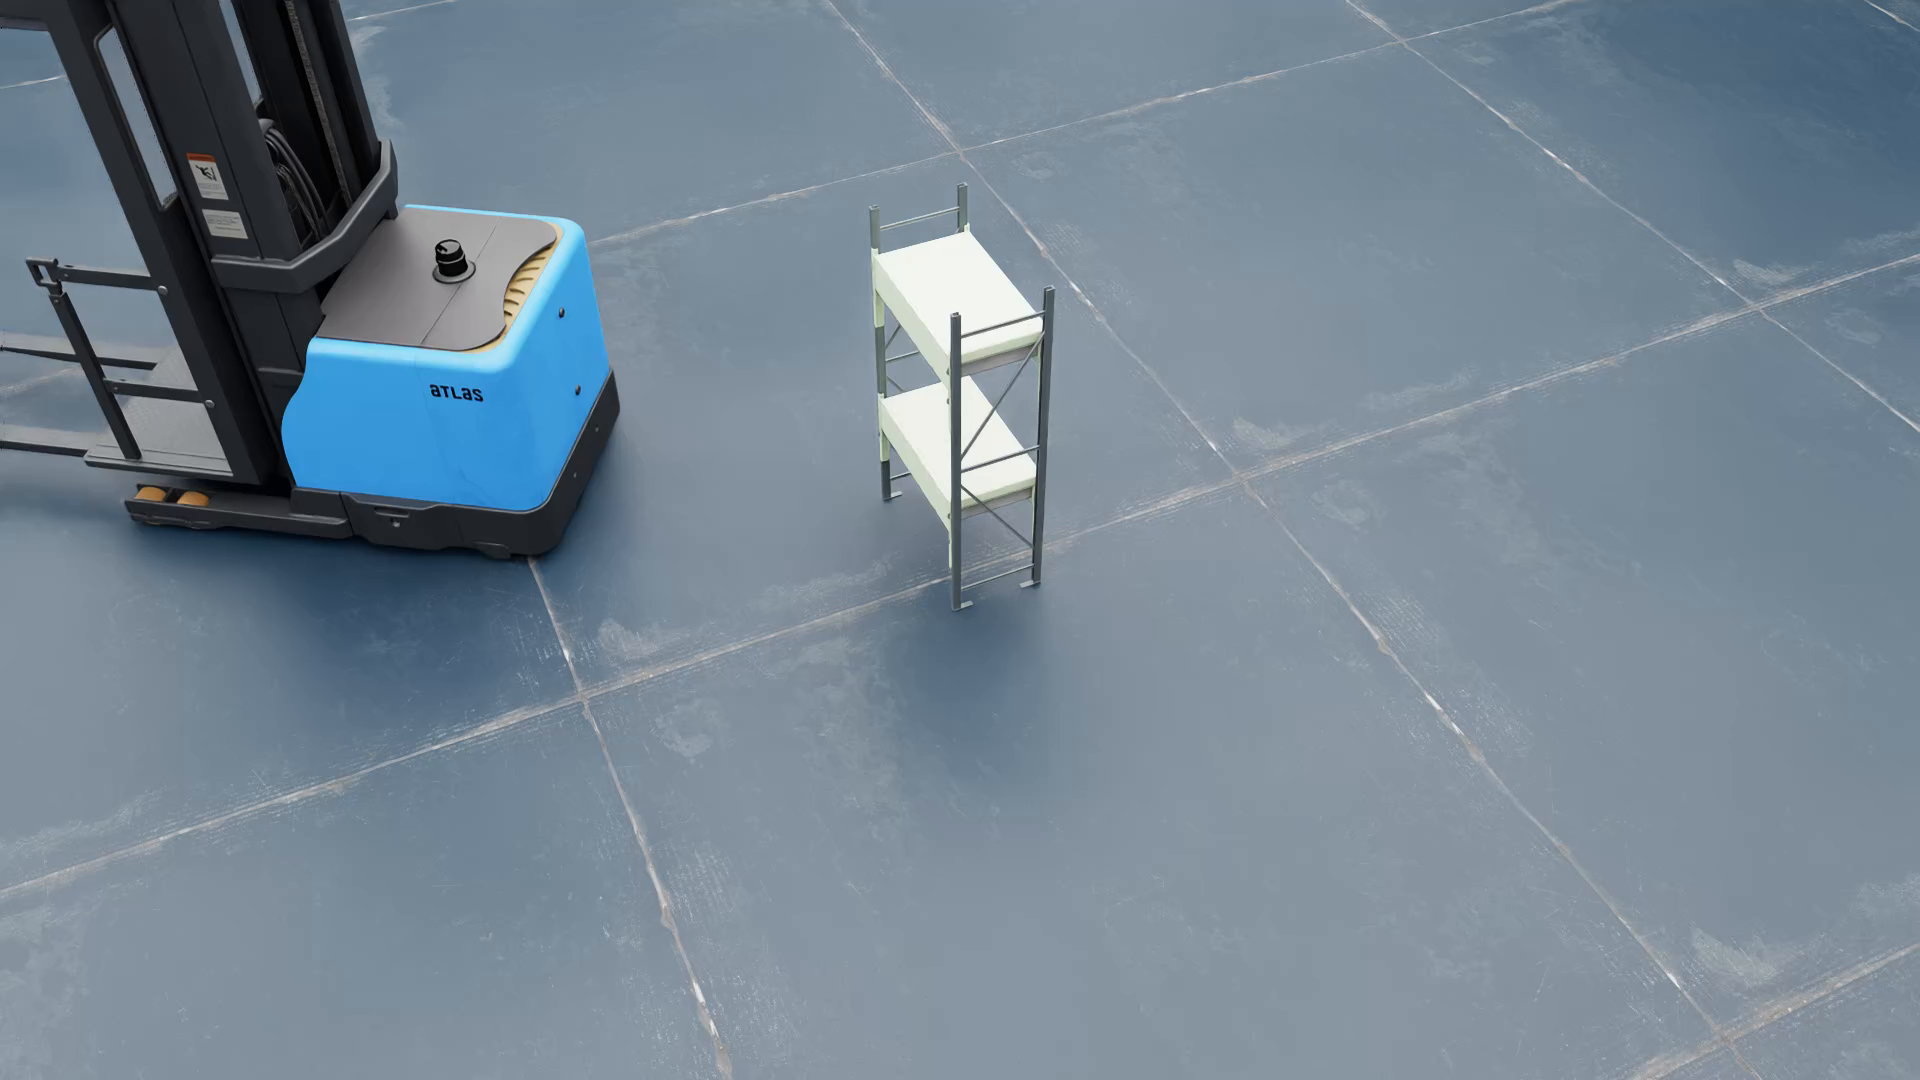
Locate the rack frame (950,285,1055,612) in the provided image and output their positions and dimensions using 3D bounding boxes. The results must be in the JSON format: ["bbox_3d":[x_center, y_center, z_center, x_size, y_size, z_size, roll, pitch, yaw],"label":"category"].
[{"bbox_3d":[0.151,-0.305,6.360,0.400,1.500,0.023,-18,47,-17],"label":"rack frame"}]

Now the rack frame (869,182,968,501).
[{"bbox_3d":[-0.157,-0.771,6.833,0.400,1.500,0.023,-18,47,-17],"label":"rack frame"}]

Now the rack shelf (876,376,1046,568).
[{"bbox_3d":[-0.003,-0.306,6.825,0.431,0.370,0.720,-18,47,-17],"label":"rack shelf"}]

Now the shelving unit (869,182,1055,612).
[{"bbox_3d":[-0.003,-0.538,6.596,0.431,1.500,0.755,-18,47,-17],"label":"shelving unit"}]

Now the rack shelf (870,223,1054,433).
[{"bbox_3d":[-0.003,-0.816,6.322,0.431,0.370,0.720,-18,47,-17],"label":"rack shelf"}]

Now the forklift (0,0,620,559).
[{"bbox_3d":[-3.119,-1.449,6.500,3.031,2.935,1.130,6,45,6],"label":"forklift"}]
